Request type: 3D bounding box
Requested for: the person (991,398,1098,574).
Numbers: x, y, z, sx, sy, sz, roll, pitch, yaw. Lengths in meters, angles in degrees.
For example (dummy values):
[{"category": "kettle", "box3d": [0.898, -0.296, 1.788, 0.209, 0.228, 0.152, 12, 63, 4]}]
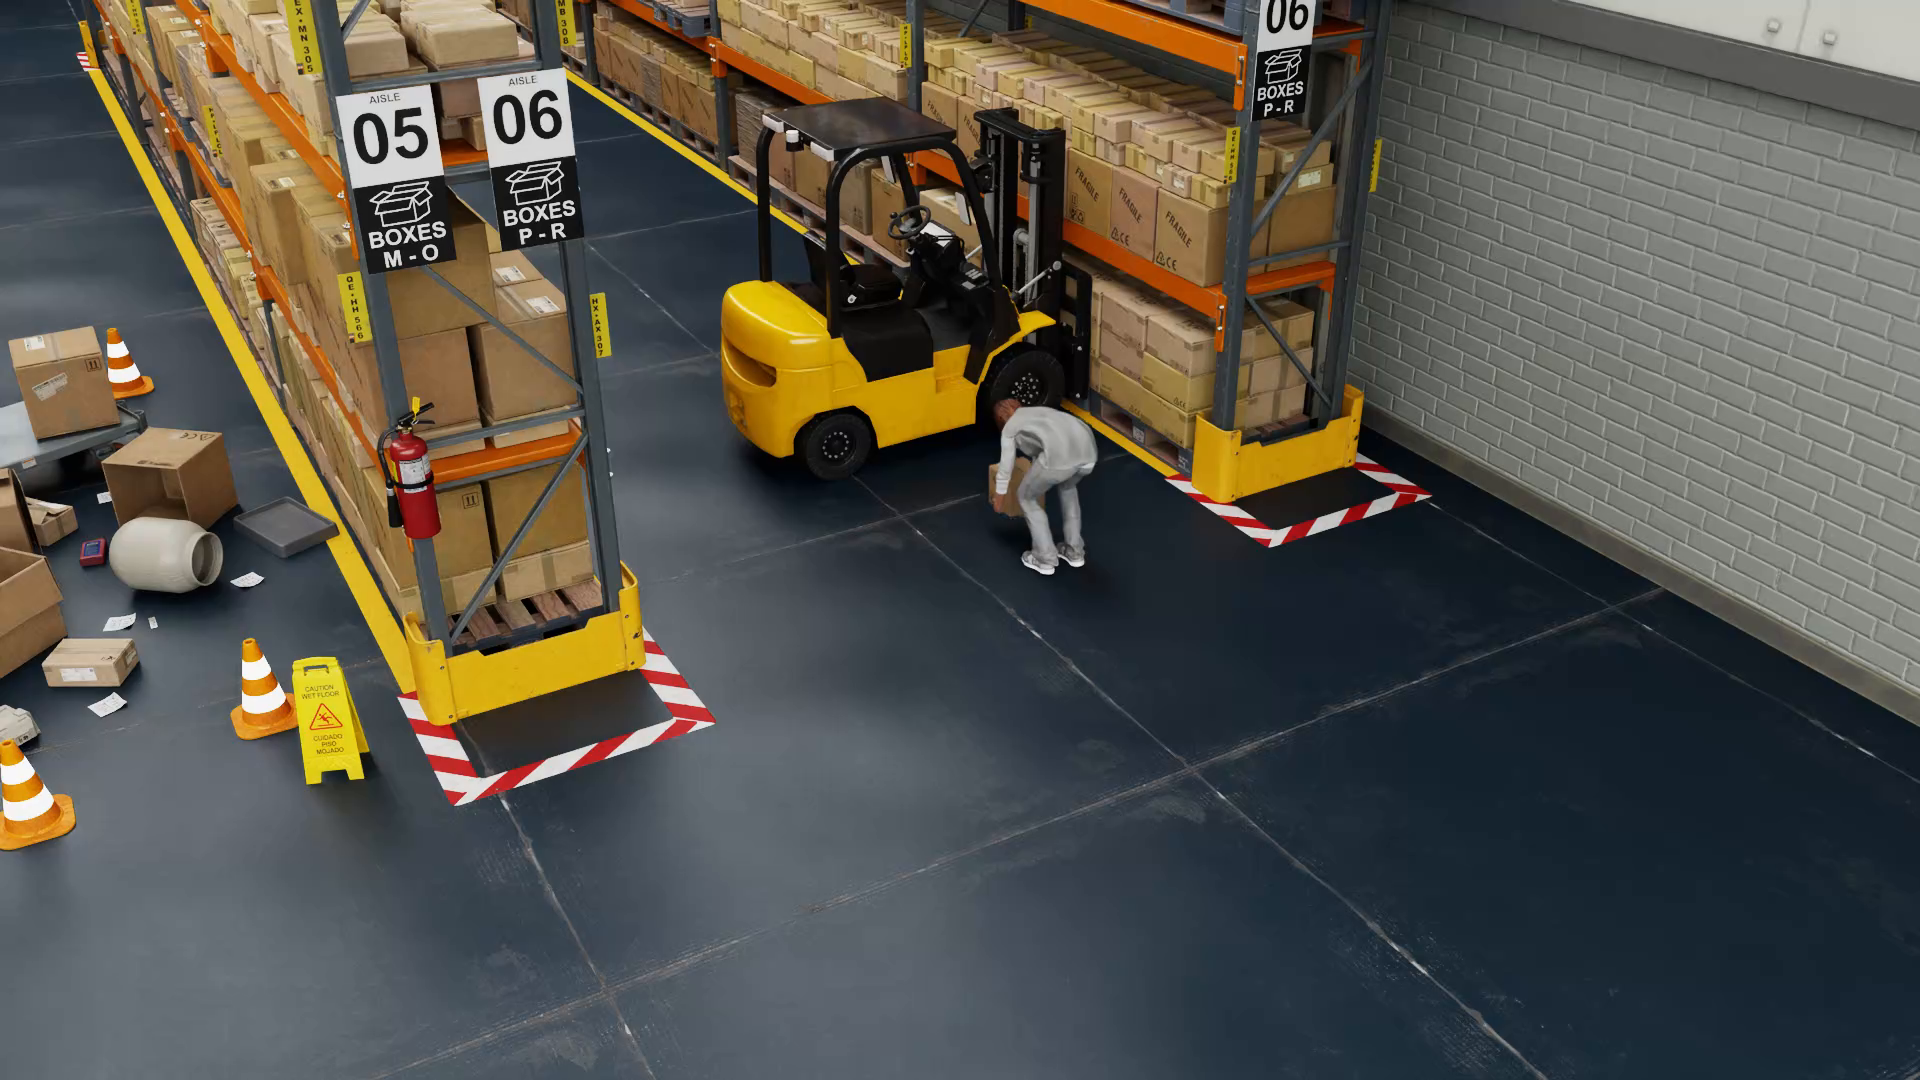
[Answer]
[{"category": "person", "box3d": [0.463, -0.356, 9.831, 0.405, 0.970, 0.870, -18, 34, -28]}]
